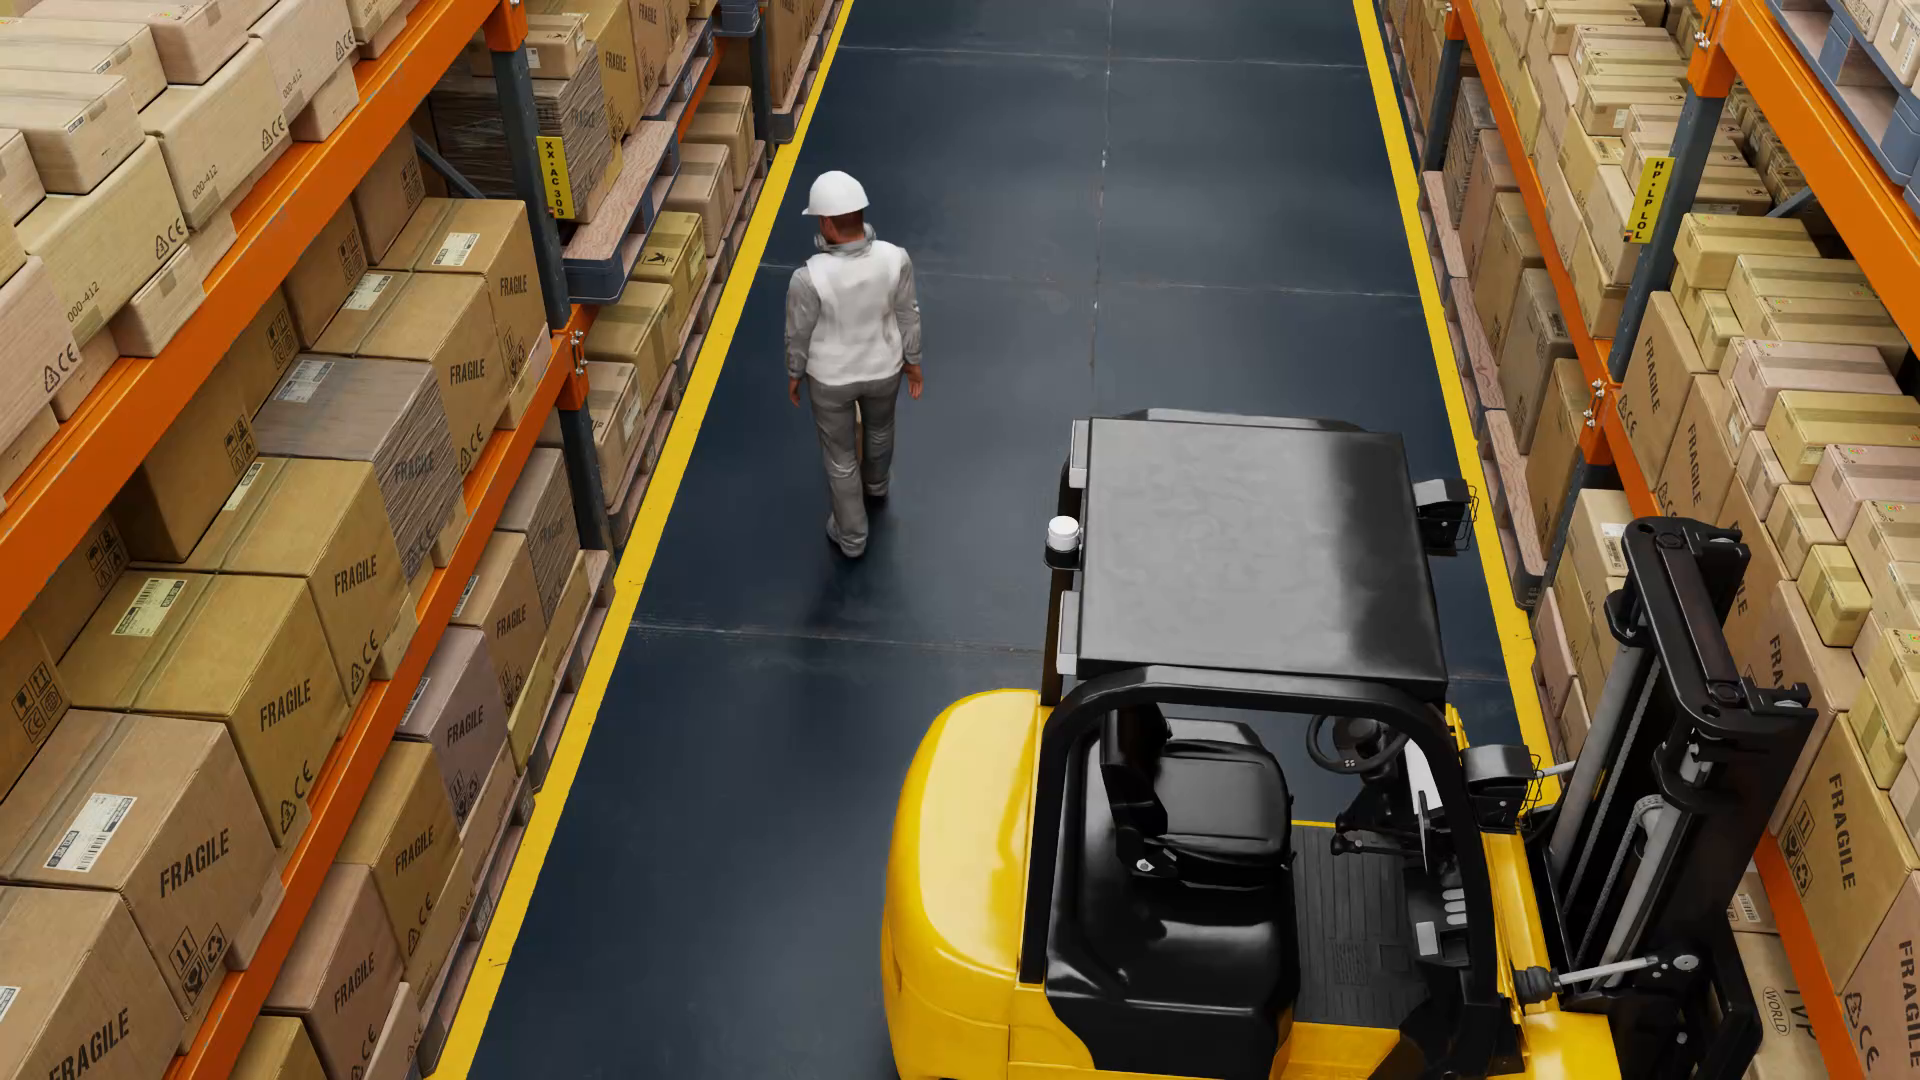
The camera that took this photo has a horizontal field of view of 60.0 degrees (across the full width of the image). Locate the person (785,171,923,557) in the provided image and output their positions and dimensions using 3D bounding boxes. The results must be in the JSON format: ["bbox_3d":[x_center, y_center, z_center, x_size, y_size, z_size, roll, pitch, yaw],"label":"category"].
[{"bbox_3d":[-0.495,-0.792,7.064,0.572,1.758,0.673,-14,42,-16],"label":"person"}]
